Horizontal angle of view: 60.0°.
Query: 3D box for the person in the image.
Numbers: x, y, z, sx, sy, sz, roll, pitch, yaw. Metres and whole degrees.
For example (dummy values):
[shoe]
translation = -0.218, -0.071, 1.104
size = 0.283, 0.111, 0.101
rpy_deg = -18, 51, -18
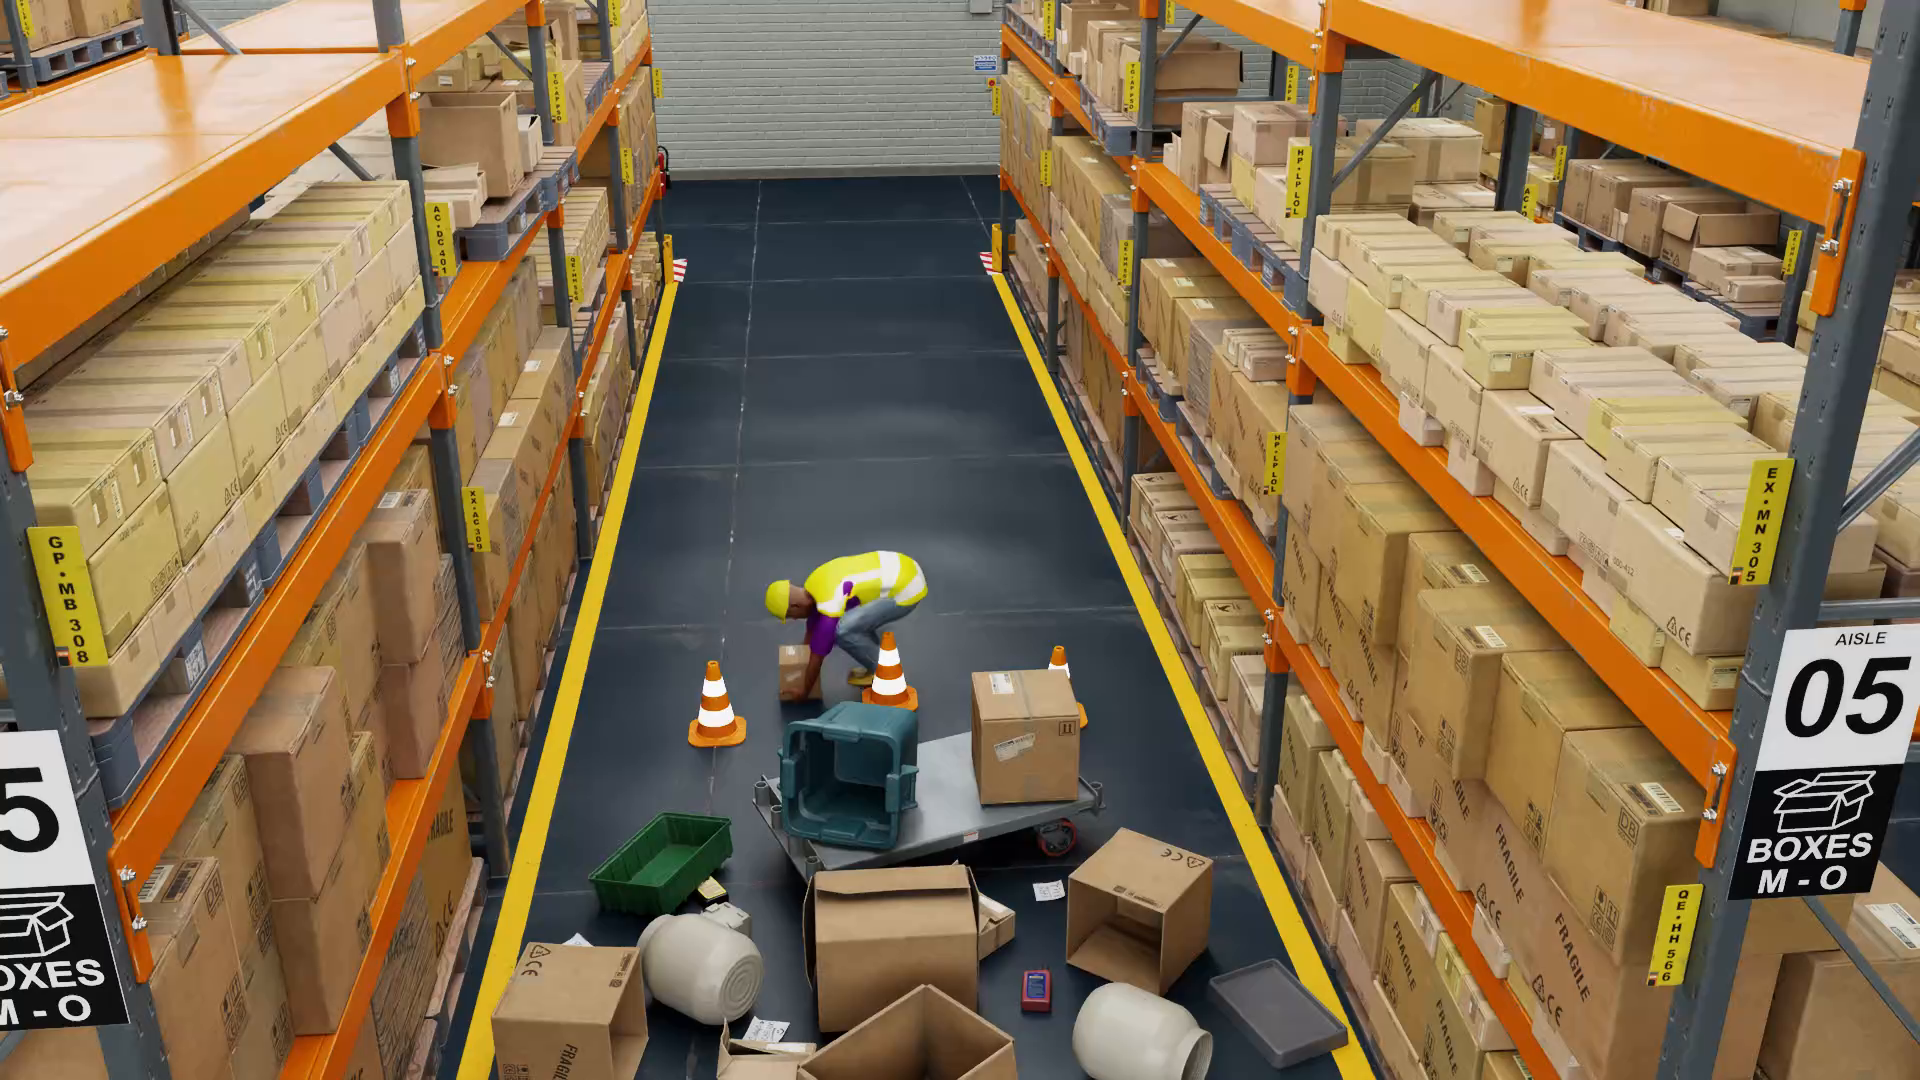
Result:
[person]
translation = -0.688, 0.528, 10.182
size = 0.979, 0.905, 0.510
rpy_deg = -3, 24, -7
